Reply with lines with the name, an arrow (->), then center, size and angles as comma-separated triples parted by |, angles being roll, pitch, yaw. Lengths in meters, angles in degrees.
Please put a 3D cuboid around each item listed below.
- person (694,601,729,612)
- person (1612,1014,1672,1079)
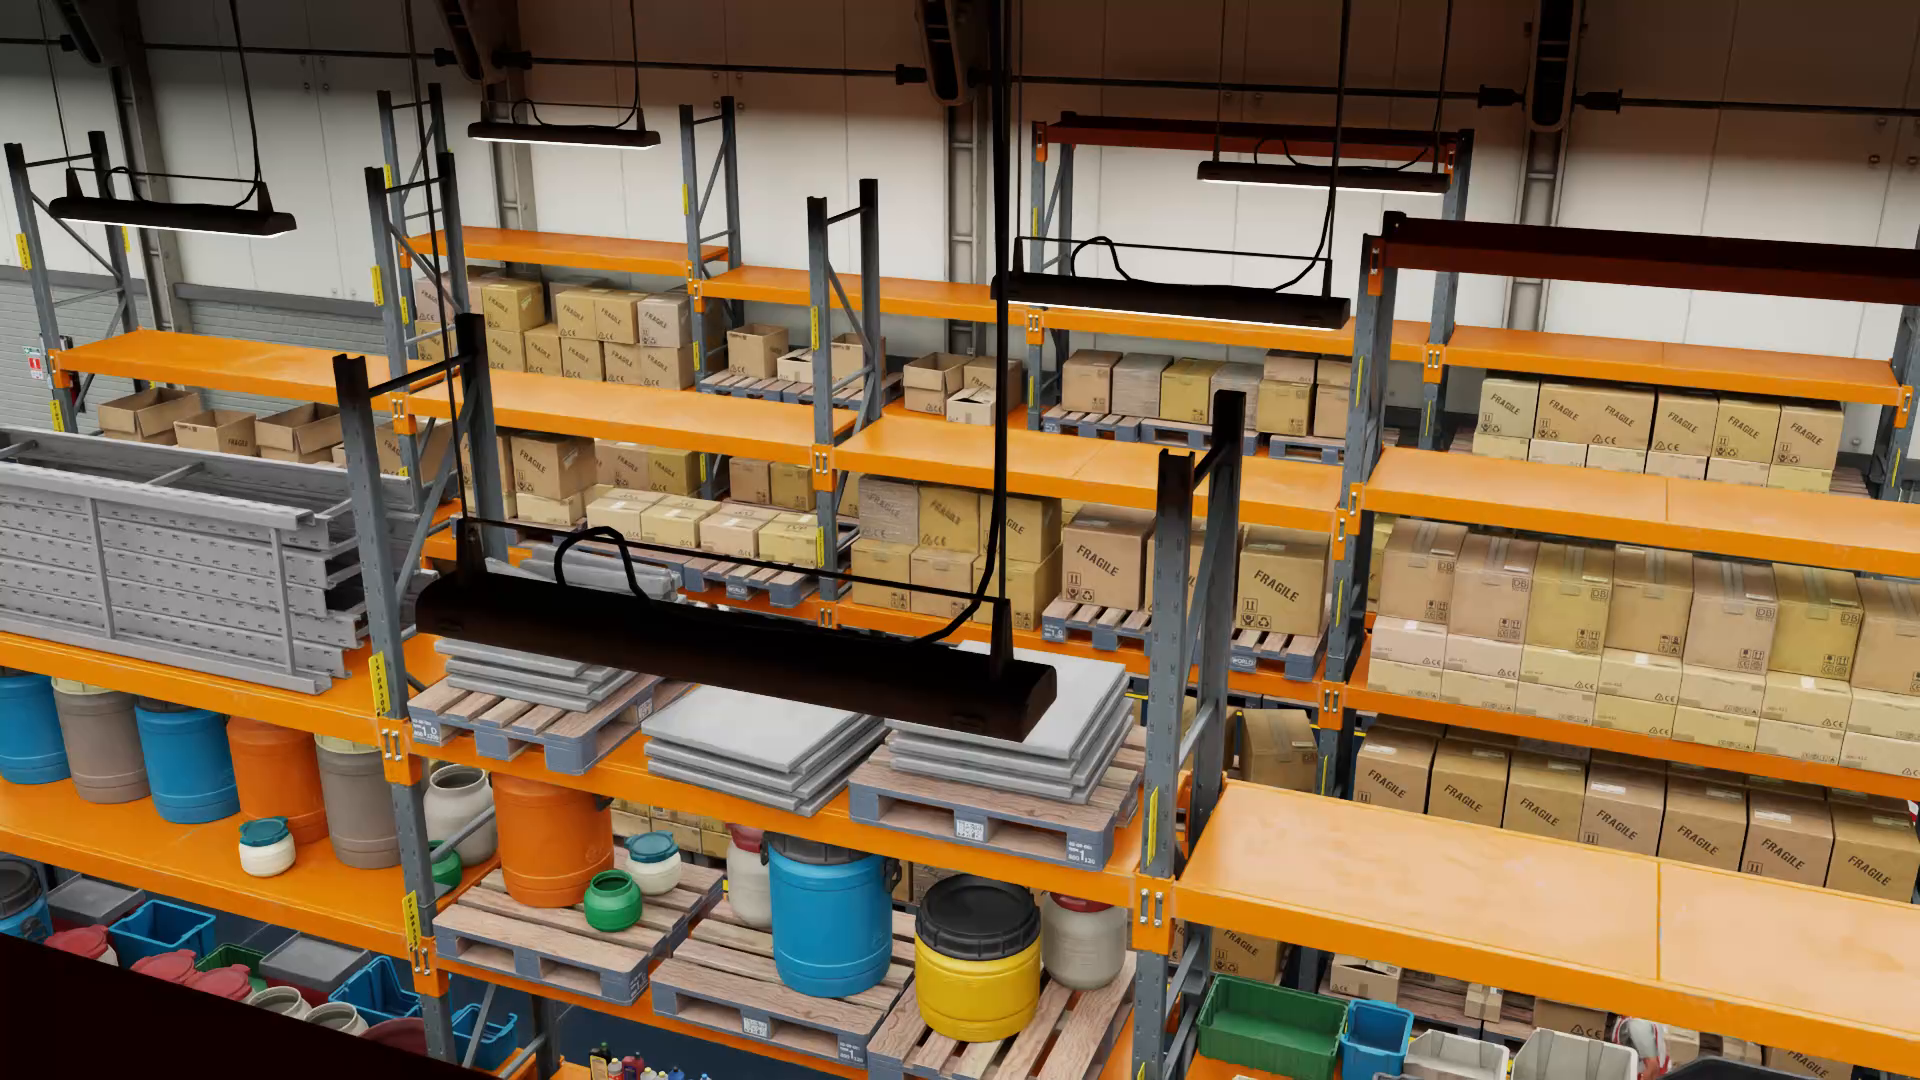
person -> -2.552, 1.218, 16.705 | 0.572, 1.762, 0.626 | 12, 24, 29
person -> 4.432, 3.520, 10.792 | 0.617, 1.688, 0.689 | 11, 23, 26
